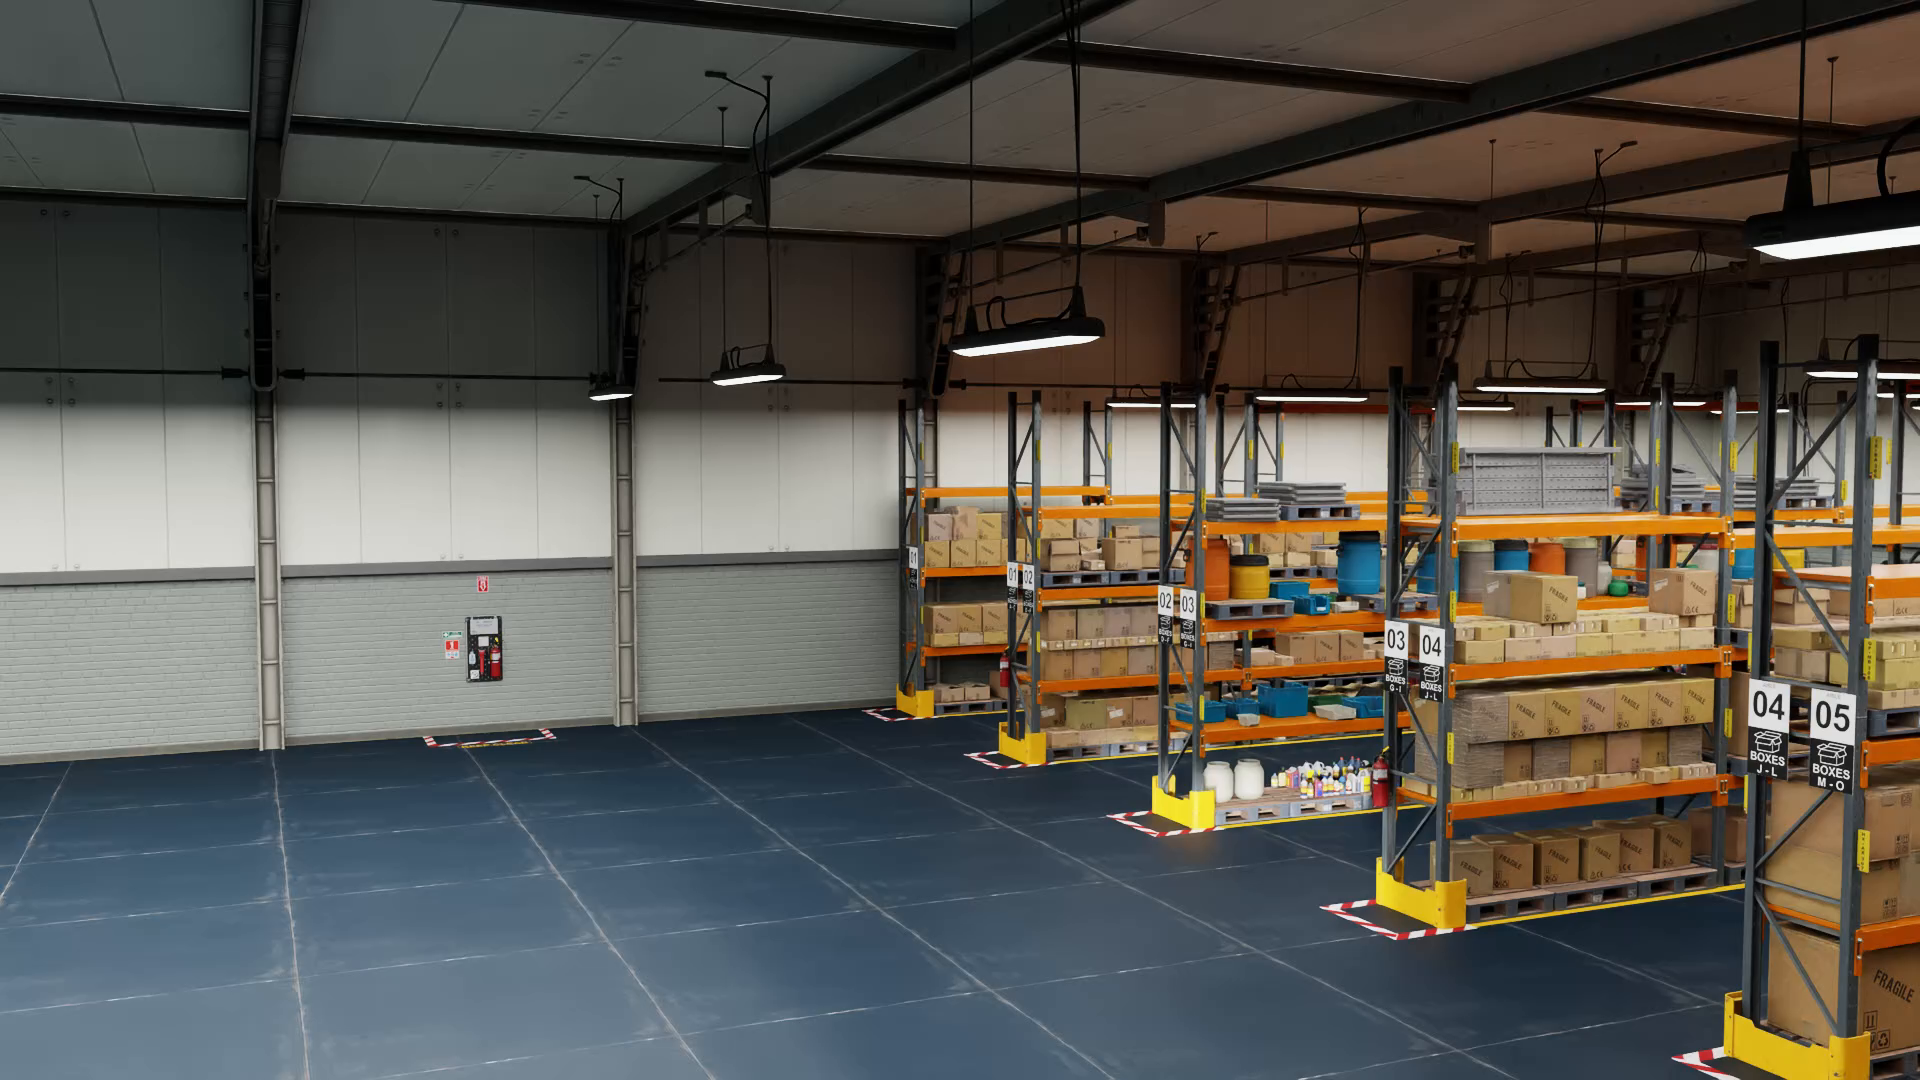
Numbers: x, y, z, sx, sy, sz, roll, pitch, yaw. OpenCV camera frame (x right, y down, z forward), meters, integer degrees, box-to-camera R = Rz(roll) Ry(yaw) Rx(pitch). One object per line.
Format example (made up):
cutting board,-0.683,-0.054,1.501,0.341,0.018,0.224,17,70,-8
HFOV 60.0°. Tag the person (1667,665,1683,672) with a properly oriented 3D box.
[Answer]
person,13.119,2.516,30.551,1.017,1.783,0.669,-2,4,-35

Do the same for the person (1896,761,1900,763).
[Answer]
person,11.161,3.203,19.251,0.637,1.683,0.750,-1,3,-15
